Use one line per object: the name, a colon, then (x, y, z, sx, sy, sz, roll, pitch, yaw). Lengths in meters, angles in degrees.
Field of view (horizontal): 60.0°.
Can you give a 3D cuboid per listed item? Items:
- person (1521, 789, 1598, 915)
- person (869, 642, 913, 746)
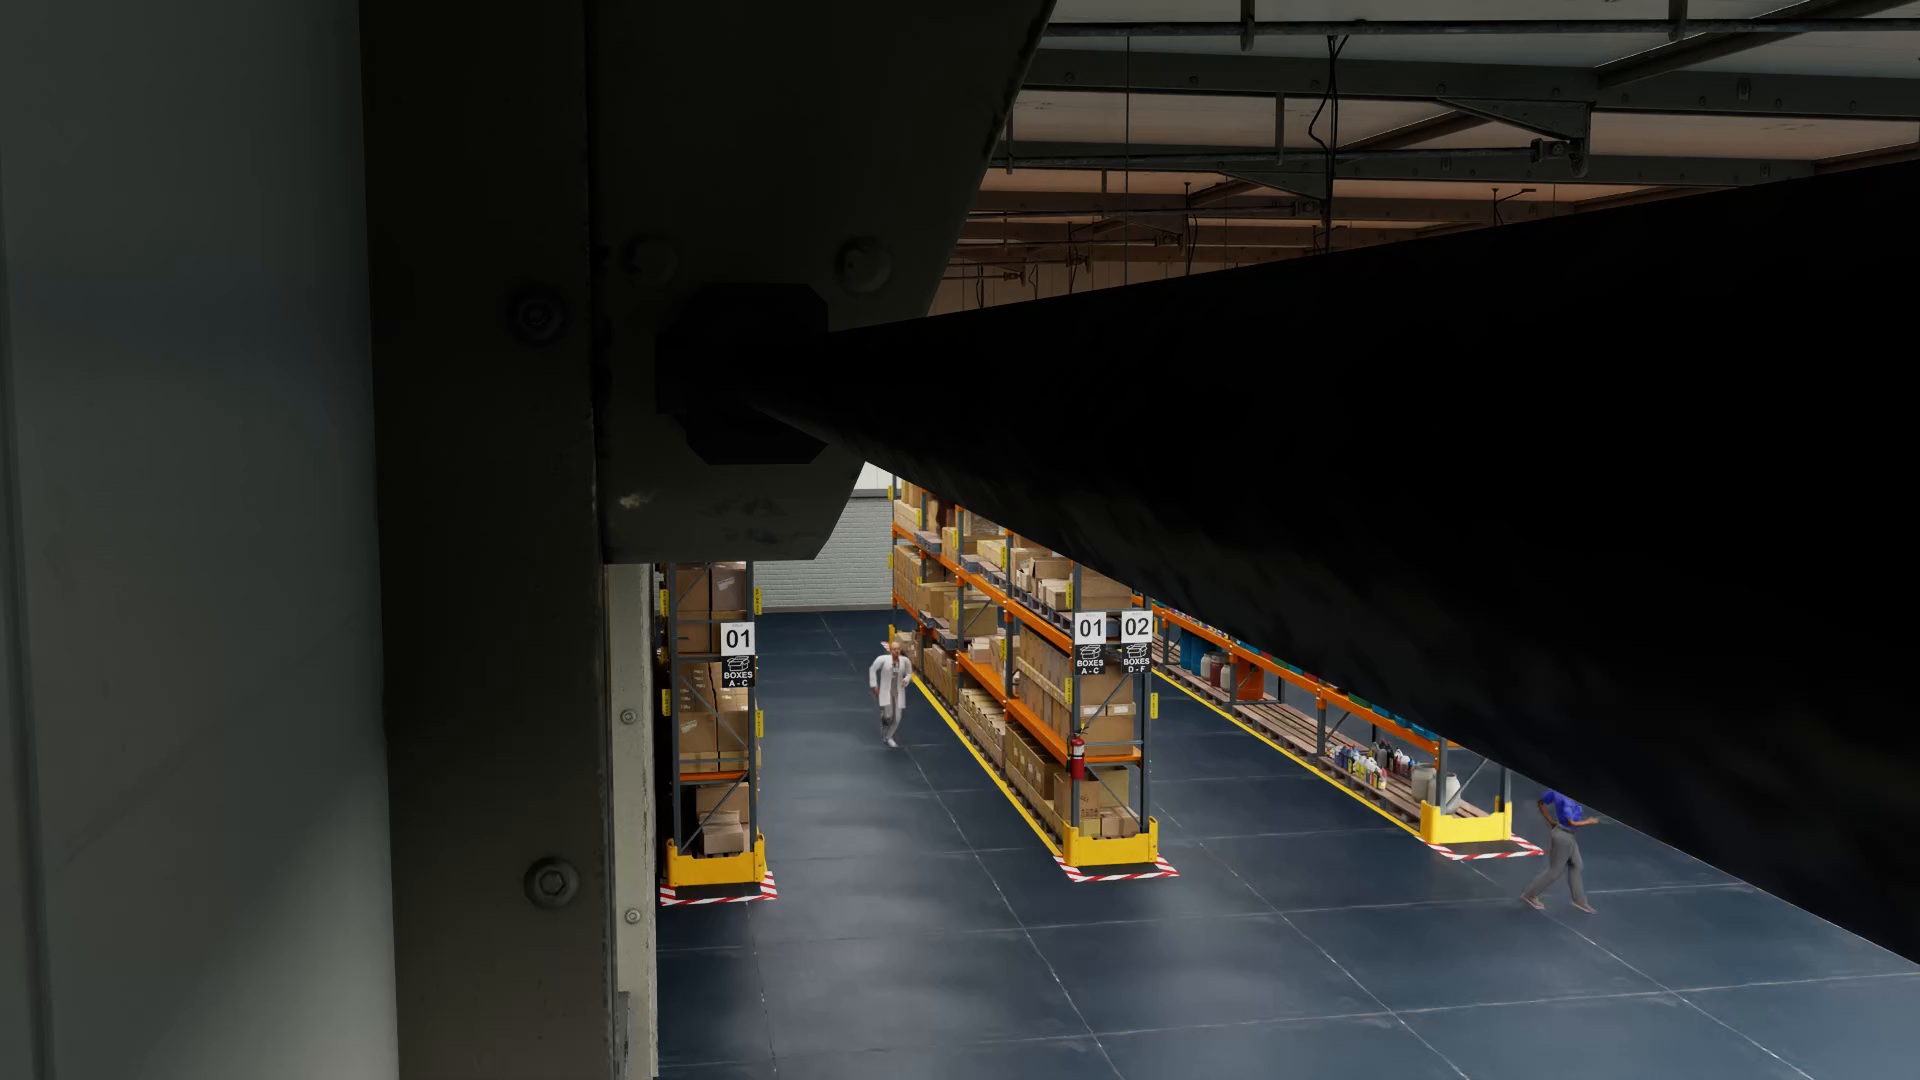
person: (6.860, 3.457, 18.964, 0.851, 1.686, 0.570, 1, 6, 11)
person: (-1.108, 2.529, 27.298, 0.702, 1.731, 0.672, -2, 6, -15)
